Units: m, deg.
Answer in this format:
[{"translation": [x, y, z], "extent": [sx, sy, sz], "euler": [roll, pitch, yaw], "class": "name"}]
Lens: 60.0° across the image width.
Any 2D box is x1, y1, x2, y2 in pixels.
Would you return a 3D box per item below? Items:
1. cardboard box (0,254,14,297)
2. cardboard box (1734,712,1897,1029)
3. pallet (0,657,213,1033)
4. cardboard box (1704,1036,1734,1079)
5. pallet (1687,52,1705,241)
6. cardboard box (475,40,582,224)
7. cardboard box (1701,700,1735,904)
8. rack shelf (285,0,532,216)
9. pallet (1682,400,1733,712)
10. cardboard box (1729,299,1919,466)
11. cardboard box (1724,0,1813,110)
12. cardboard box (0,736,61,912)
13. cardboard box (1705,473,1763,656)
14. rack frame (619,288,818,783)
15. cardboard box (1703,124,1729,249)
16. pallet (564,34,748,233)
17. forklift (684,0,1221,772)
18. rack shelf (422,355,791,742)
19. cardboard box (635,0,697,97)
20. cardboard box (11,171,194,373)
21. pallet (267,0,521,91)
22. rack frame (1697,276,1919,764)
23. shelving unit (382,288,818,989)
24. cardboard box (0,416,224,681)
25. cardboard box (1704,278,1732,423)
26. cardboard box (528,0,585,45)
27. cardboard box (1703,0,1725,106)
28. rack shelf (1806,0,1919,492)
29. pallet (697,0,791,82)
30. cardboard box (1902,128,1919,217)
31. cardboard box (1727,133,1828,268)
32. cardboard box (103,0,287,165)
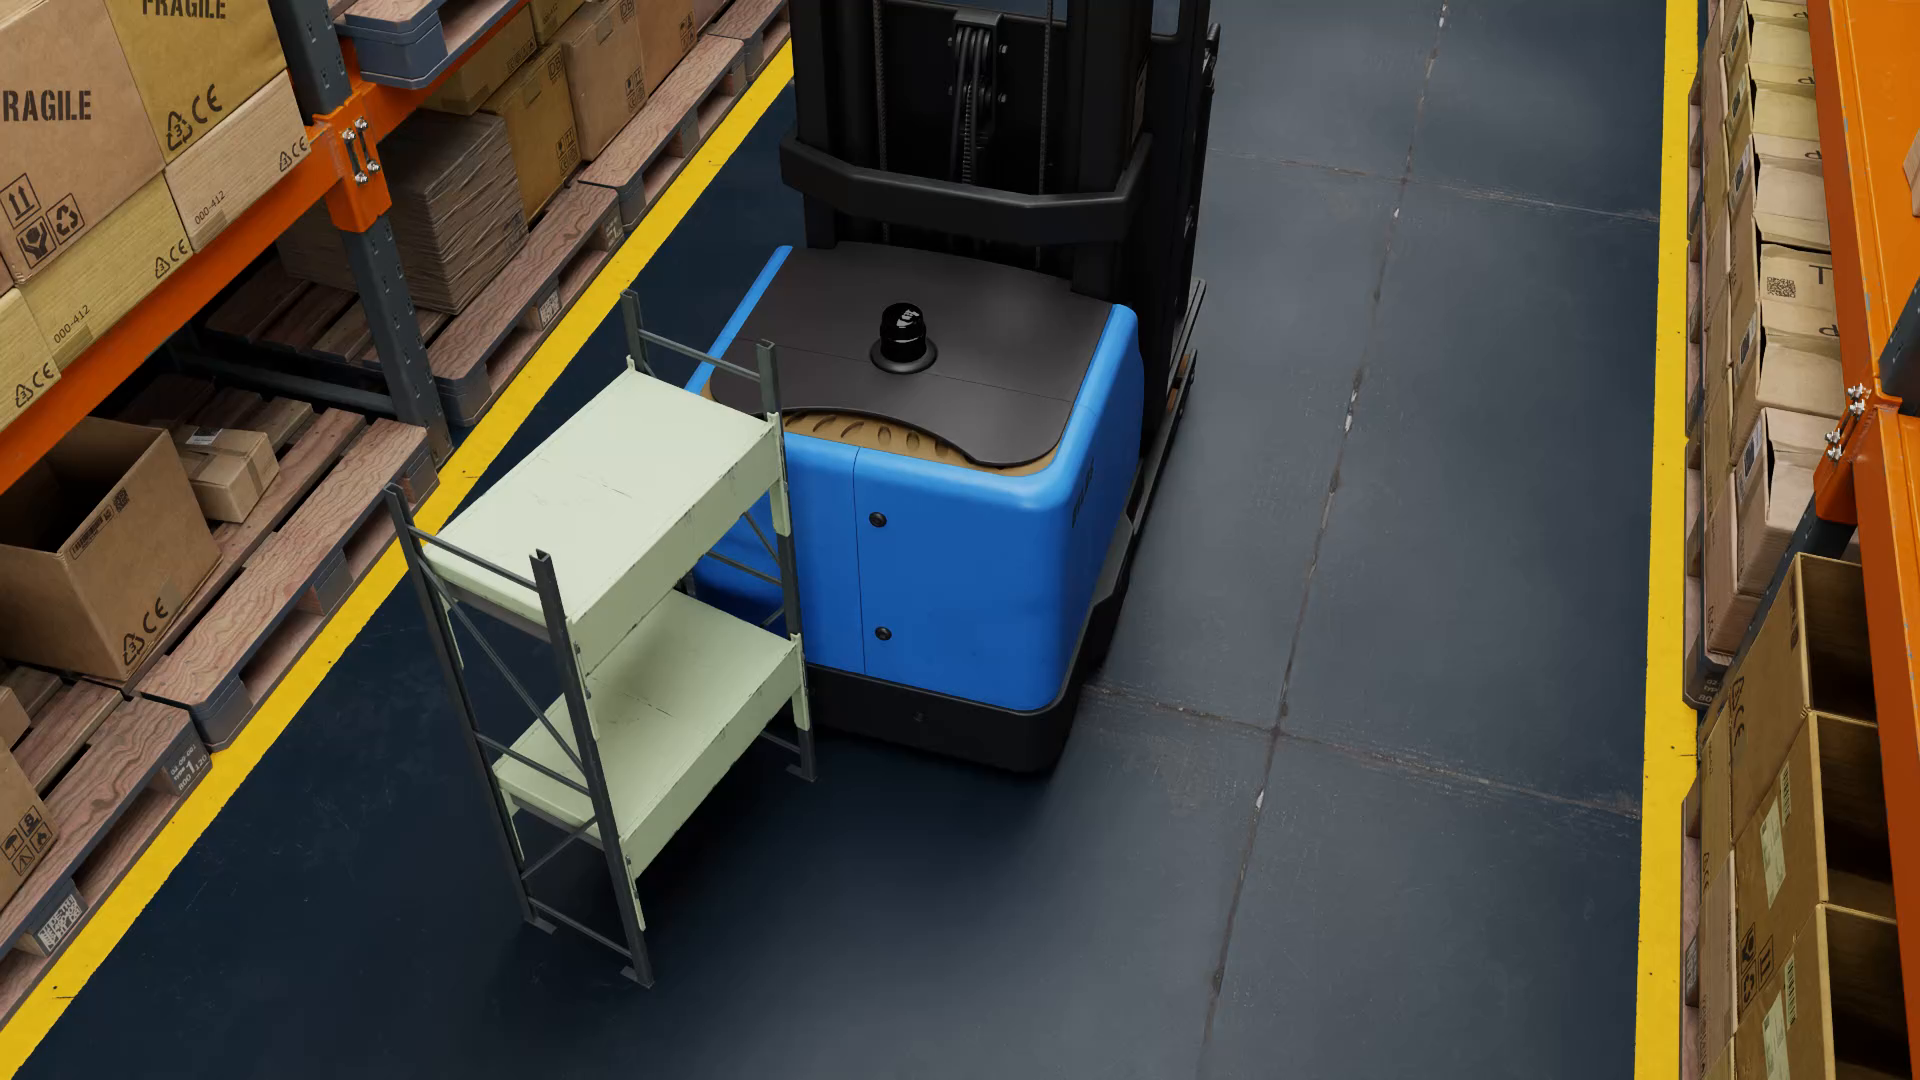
[{"translation": [-2.338, -0.608, 3.284], "extent": [0.500, 0.500, 0.500], "euler": [11, 46, 11], "class": "cardboard box"}, {"translation": [1.958, 0.755, 3.464], "extent": [0.500, 0.500, 0.500], "euler": [13, 46, 13], "class": "cardboard box"}, {"translation": [-2.718, 0.833, 4.248], "extent": [1.003, 0.211, 1.213], "euler": [13, 46, 13], "class": "pallet"}, {"translation": [1.799, 1.354, 3.387], "extent": [0.500, 0.250, 0.500], "euler": [13, 46, 13], "class": "cardboard box"}, {"translation": [3.466, -1.517, 6.649], "extent": [1.003, 0.211, 1.213], "euler": [13, 46, 13], "class": "pallet"}, {"translation": [-1.865, -1.548, 6.159], "extent": [0.700, 0.500, 0.500], "euler": [12, 46, 12], "class": "cardboard box"}, {"translation": [2.112, 0.690, 4.066], "extent": [0.500, 0.250, 0.500], "euler": [13, 46, 13], "class": "cardboard box"}, {"translation": [-1.575, -2.510, 6.185], "extent": [1.077, 0.370, 4.000], "euler": [13, 46, 13], "class": "rack shelf"}, {"translation": [2.727, 0.109, 4.987], "extent": [1.003, 0.211, 1.213], "euler": [13, 46, 13], "class": "pallet"}, {"translation": [2.542, -0.434, 4.814], "extent": [0.500, 0.311, 0.500], "euler": [14, 46, 14], "class": "cardboard box"}, {"translation": [3.163, -1.783, 6.192], "extent": [0.500, 0.311, 0.500], "euler": [11, 46, 12], "class": "cardboard box"}, {"translation": [-2.655, 0.667, 3.896], "extent": [0.700, 0.500, 0.500], "euler": [10, 45, 10], "class": "cardboard box"}, {"translation": [2.390, 0.107, 4.662], "extent": [0.500, 0.250, 0.500], "euler": [12, 46, 12], "class": "cardboard box"}, {"translation": [-0.571, 0.056, 4.120], "extent": [0.400, 1.500, 0.023], "euler": [22, 48, 21], "class": "rack frame"}, {"translation": [3.011, -1.251, 6.050], "extent": [0.500, 0.250, 0.500], "euler": [11, 46, 11], "class": "cardboard box"}, {"translation": [-1.579, -1.773, 6.911], "extent": [1.003, 0.211, 1.213], "euler": [13, 46, 13], "class": "pallet"}, {"translation": [0.182, -1.469, 4.656], "extent": [1.130, 2.935, 3.031], "euler": [12, 46, 12], "class": "forklift"}, {"translation": [-0.754, -0.001, 3.621], "extent": [0.431, 0.370, 0.720], "euler": [22, 48, 21], "class": "rack shelf"}, {"translation": [-1.528, -2.218, 6.844], "extent": [0.700, 0.500, 0.500], "euler": [12, 46, 12], "class": "cardboard box"}, {"translation": [-2.194, -0.678, 3.891], "extent": [0.500, 0.250, 0.500], "euler": [13, 46, 13], "class": "cardboard box"}, {"translation": [-1.811, -1.845, 5.127], "extent": [1.003, 0.211, 1.213], "euler": [13, 46, 13], "class": "pallet"}, {"translation": [2.541, -0.388, 3.502], "extent": [1.000, 3.000, 0.127], "euler": [13, 46, 13], "class": "rack frame"}, {"translation": [-0.754, 0.278, 3.894], "extent": [0.431, 1.500, 0.755], "euler": [22, 48, 21], "class": "shelving unit"}, {"translation": [-2.457, 0.002, 4.576], "extent": [0.500, 0.500, 0.500], "euler": [9, 45, 9], "class": "cardboard box"}, {"translation": [2.700, -0.571, 5.354], "extent": [0.500, 0.250, 0.500], "euler": [13, 46, 13], "class": "cardboard box"}, {"translation": [-1.690, -2.102, 6.190], "extent": [0.500, 0.250, 0.500], "euler": [11, 46, 11], "class": "cardboard box"}, {"translation": [3.314, -1.934, 6.748], "extent": [0.500, 0.250, 0.500], "euler": [12, 46, 12], "class": "cardboard box"}, {"translation": [3.147, -1.464, 5.116], "extent": [1.077, 0.370, 4.000], "euler": [13, 46, 13], "class": "rack shelf"}, {"translation": [-1.208, -2.584, 7.739], "extent": [1.003, 0.211, 1.213], "euler": [13, 46, 13], "class": "pallet"}, {"translation": [2.632, -0.965, 4.187], "extent": [0.396, 0.266, 0.258], "euler": [12, 46, 12], "class": "cardboard box"}, {"translation": [2.851, -1.101, 5.495], "extent": [0.500, 0.311, 0.500], "euler": [12, 46, 12], "class": "cardboard box"}, {"translation": [-2.030, -1.275, 3.965], "extent": [0.500, 0.500, 0.500], "euler": [12, 46, 12], "class": "cardboard box"}]
